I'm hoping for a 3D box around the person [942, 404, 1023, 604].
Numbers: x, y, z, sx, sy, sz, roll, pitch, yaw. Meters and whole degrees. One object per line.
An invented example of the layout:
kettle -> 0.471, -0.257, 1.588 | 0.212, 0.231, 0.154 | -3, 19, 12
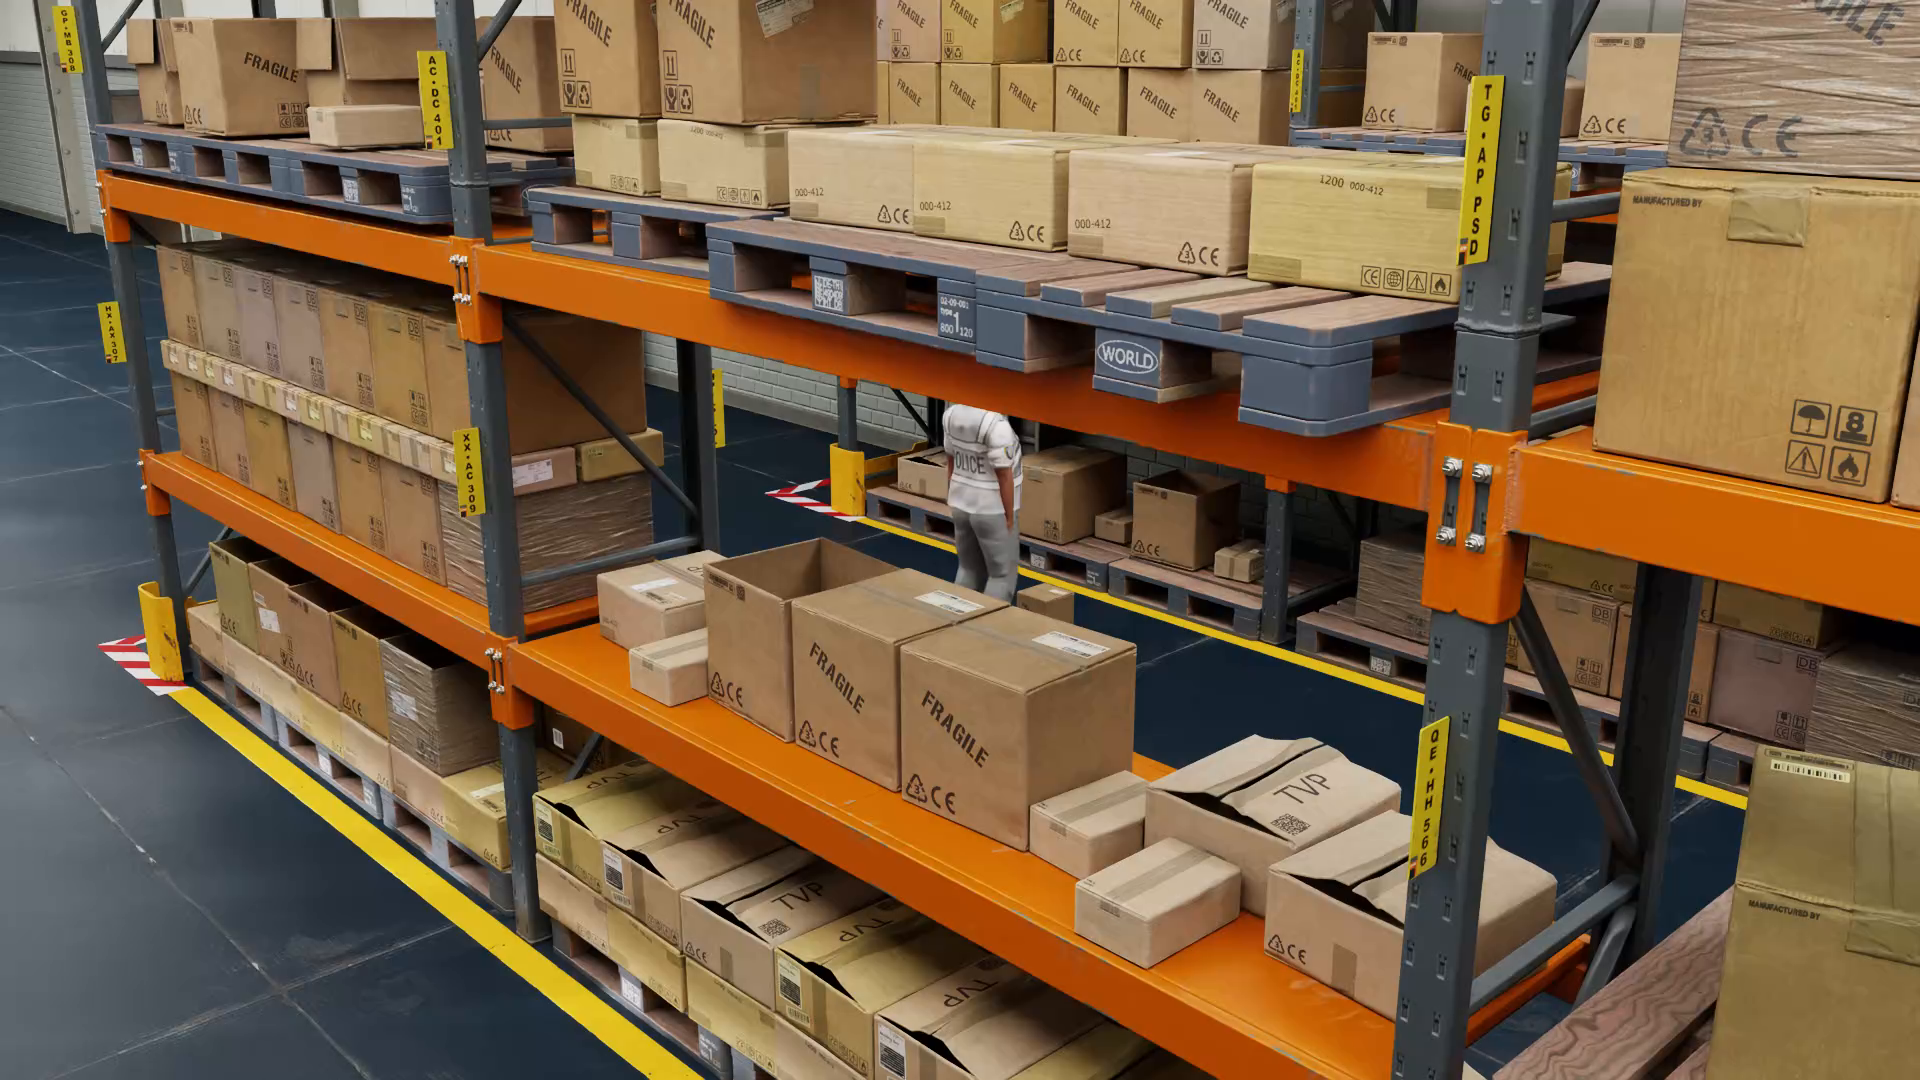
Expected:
person -> 0.143, -0.181, 9.629 | 0.393, 1.749, 0.528 | -15, 23, -40
